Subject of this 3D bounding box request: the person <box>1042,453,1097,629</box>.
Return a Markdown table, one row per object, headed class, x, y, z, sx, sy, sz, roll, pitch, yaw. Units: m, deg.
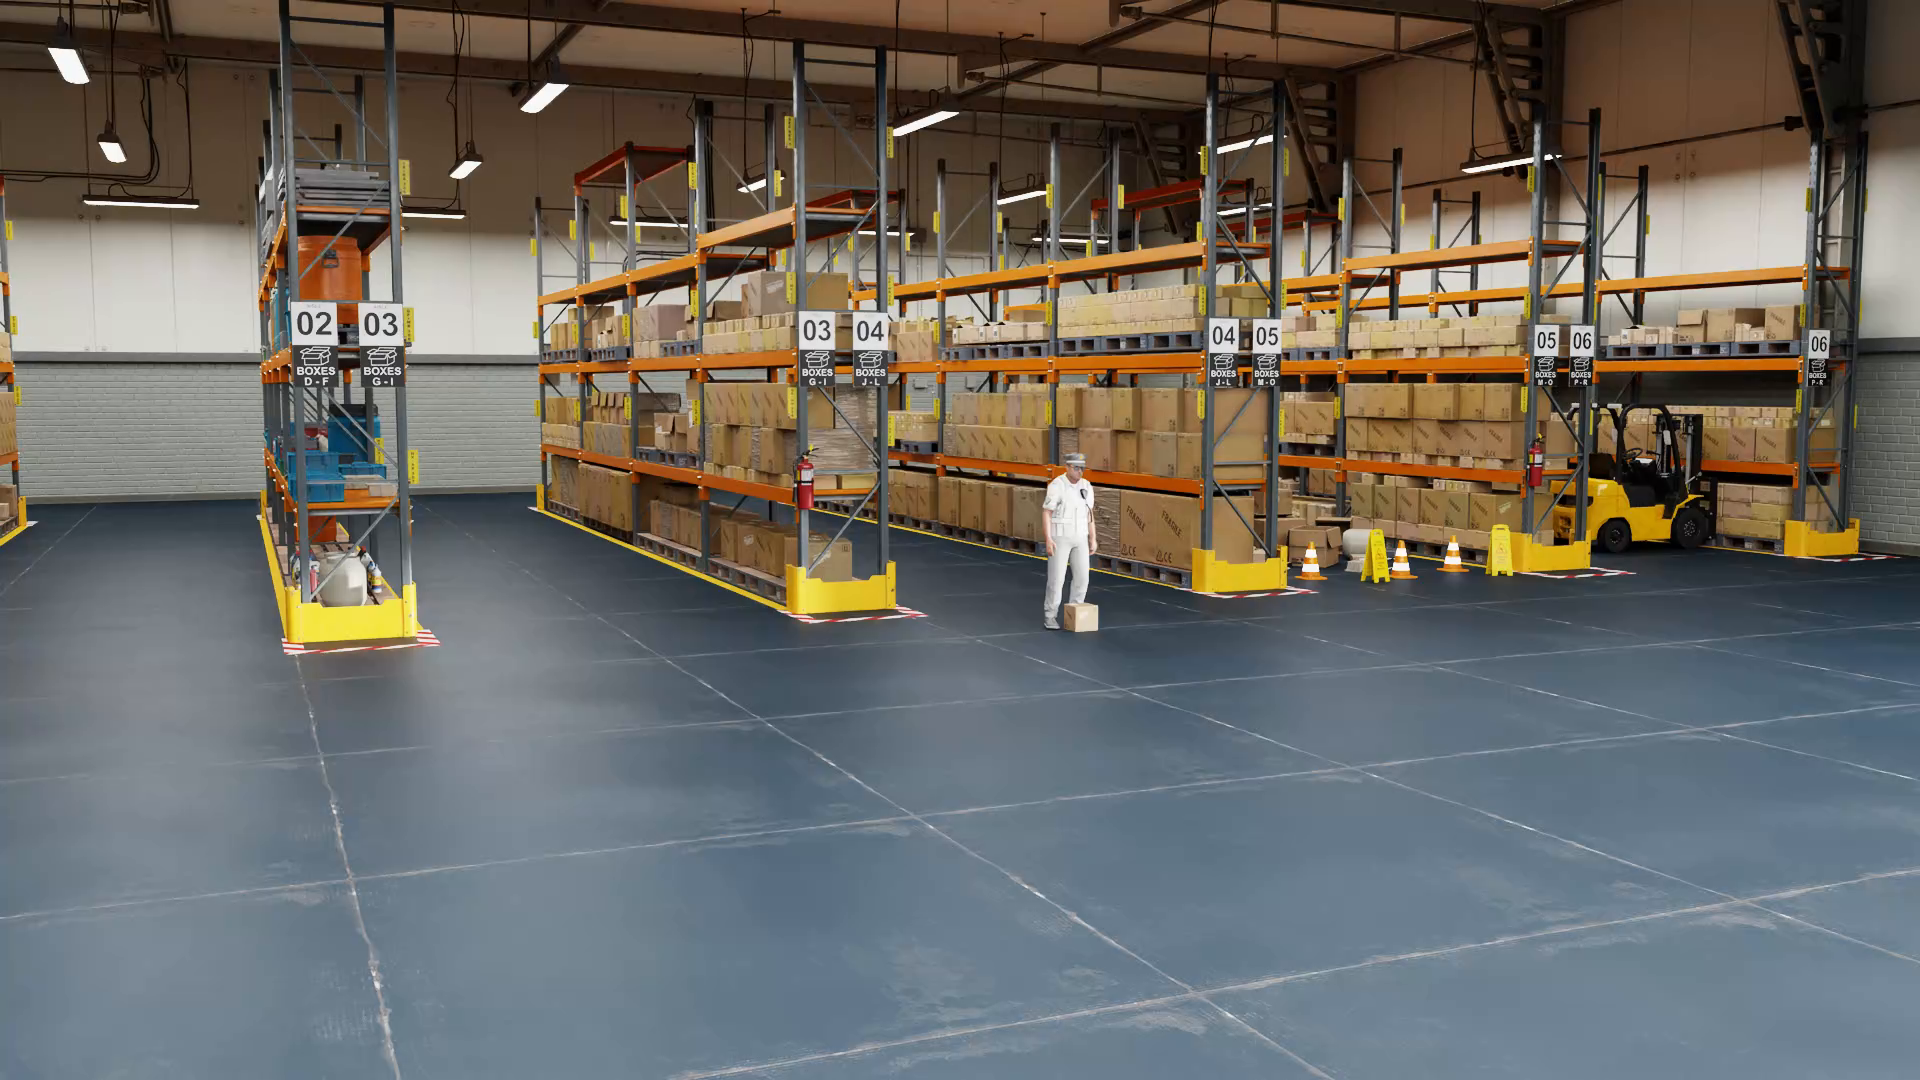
| class | x | y | z | sx | sy | sz | roll | pitch | yaw |
| --- | --- | --- | --- | --- | --- | --- | --- | --- | --- |
| person | 1.091 | -0.003 | 16.735 | 0.602 | 1.750 | 0.427 | -3 | 6 | -26 |
